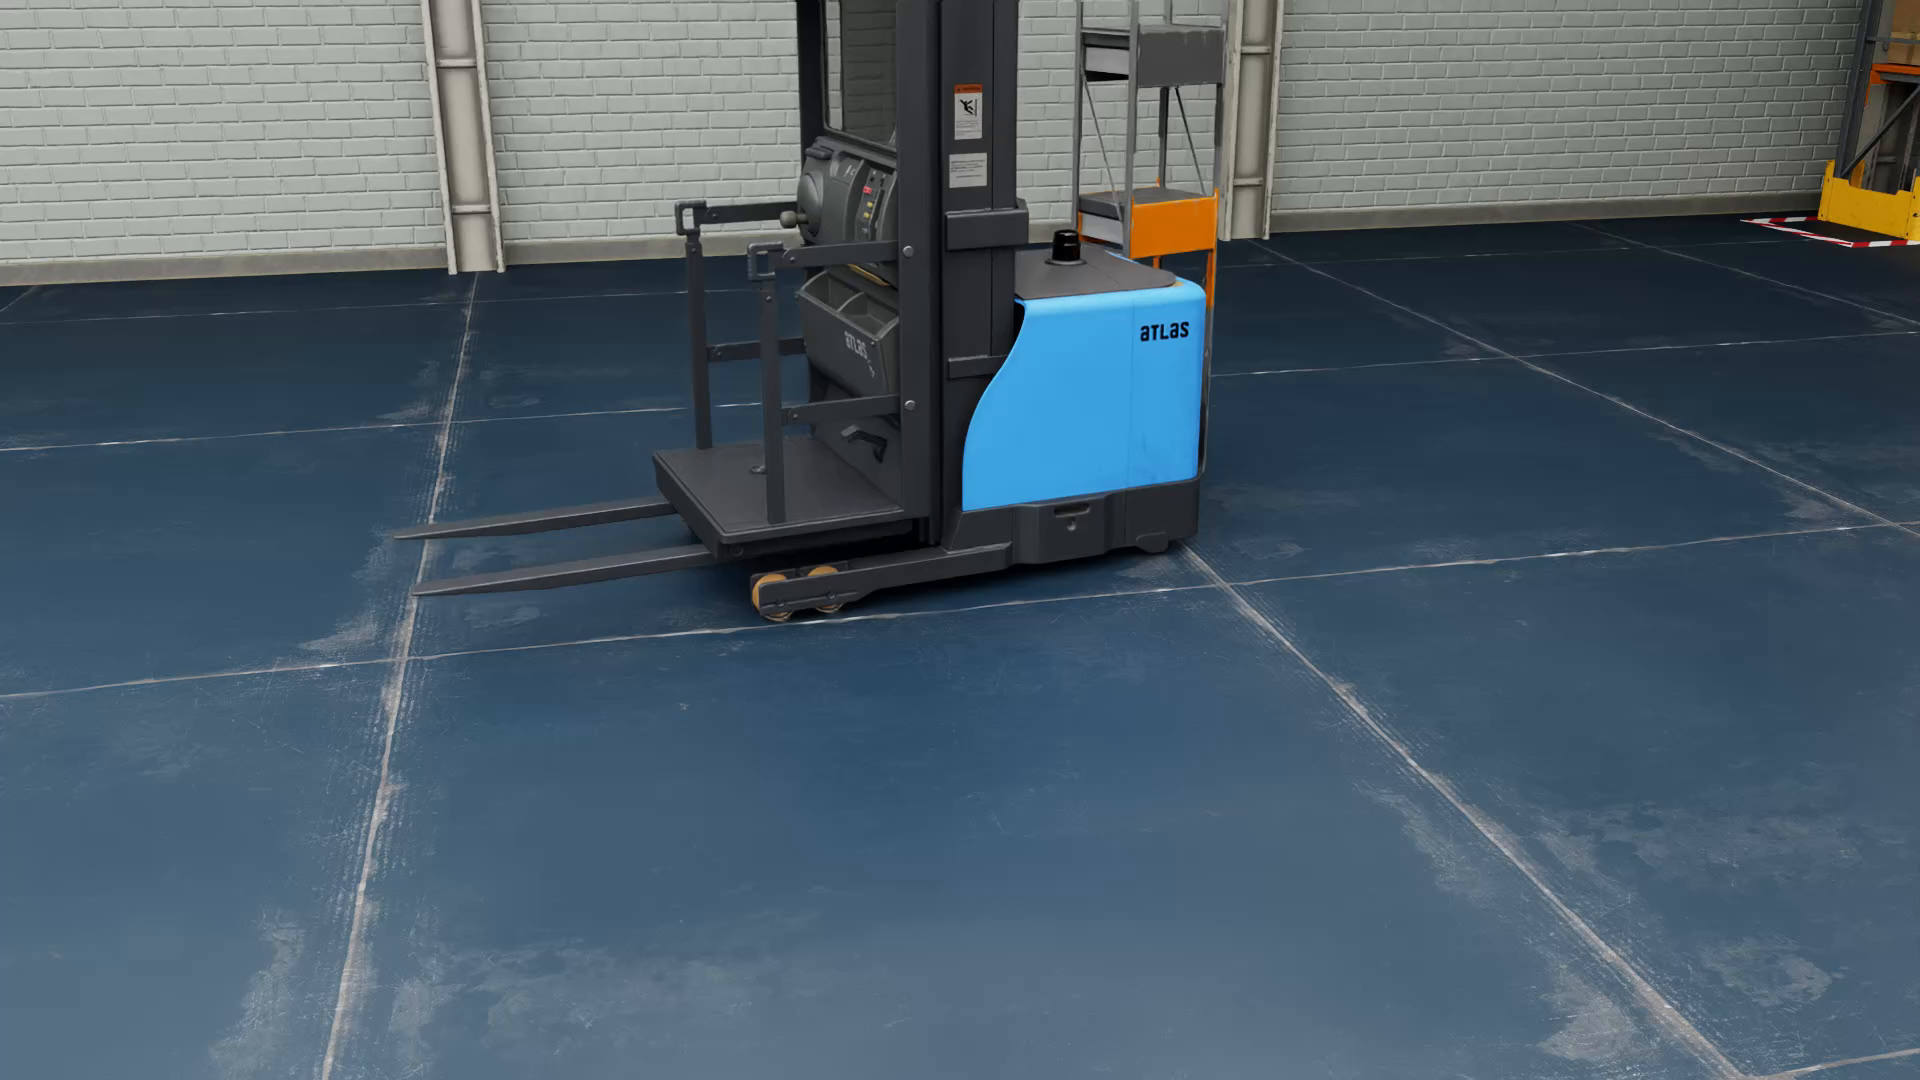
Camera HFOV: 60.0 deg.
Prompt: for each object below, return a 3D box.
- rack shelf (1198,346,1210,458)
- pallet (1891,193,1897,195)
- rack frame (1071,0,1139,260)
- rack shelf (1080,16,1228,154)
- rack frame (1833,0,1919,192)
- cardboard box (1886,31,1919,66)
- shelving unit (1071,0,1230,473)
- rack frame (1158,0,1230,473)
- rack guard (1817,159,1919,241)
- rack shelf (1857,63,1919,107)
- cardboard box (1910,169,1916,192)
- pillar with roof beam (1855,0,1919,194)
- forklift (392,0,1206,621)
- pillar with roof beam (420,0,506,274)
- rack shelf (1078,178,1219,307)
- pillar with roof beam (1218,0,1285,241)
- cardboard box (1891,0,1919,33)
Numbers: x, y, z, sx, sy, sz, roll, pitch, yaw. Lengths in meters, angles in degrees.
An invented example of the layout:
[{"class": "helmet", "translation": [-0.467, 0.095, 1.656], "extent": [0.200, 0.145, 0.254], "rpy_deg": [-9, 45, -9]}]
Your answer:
[{"class": "rack shelf", "translation": [0.809, -0.635, 7.569], "extent": [0.480, 0.518, 0.431], "rpy_deg": [-13, 24, -31]}, {"class": "pallet", "translation": [8.511, -2.760, 14.043], "extent": [1.213, 0.211, 1.003], "rpy_deg": [-5, 21, -12]}, {"class": "rack frame", "translation": [0.605, -1.258, 7.197], "extent": [0.015, 2.100, 0.400], "rpy_deg": [-13, 24, -31]}, {"class": "rack shelf", "translation": [0.809, -1.949, 7.087], "extent": [0.480, 0.518, 0.431], "rpy_deg": [-13, 24, -31]}, {"class": "rack frame", "translation": [7.638, -4.011, 13.403], "extent": [0.127, 3.000, 1.000], "rpy_deg": [-5, 21, -12]}, {"class": "cardboard box", "translation": [8.049, -4.052, 13.704], "extent": [0.500, 0.250, 0.500], "rpy_deg": [-4, 21, -12]}, {"class": "shelving unit", "translation": [0.809, -1.305, 7.323], "extent": [0.503, 2.100, 0.431], "rpy_deg": [-13, 24, -31]}, {"class": "rack frame", "translation": [1.012, -1.351, 7.450], "extent": [0.015, 2.100, 0.400], "rpy_deg": [-13, 24, -31]}, {"class": "rack guard", "translation": [7.712, -2.843, 13.850], "extent": [0.348, 0.500, 1.175], "rpy_deg": [-5, 21, -12]}, {"class": "rack shelf", "translation": [9.585, -3.832, 13.959], "extent": [4.000, 0.370, 1.077], "rpy_deg": [-5, 21, -12]}, {"class": "cardboard box", "translation": [8.332, -2.980, 13.857], "extent": [0.500, 0.311, 0.500], "rpy_deg": [-7, 21, -19]}, {"class": "pillar with roof beam", "translation": [9.111, -5.732, 9.379], "extent": [0.400, 9.000, 9.100], "rpy_deg": [-5, 21, -12]}, {"class": "forklift", "translation": [-0.605, -1.291, 6.078], "extent": [3.031, 2.935, 1.130], "rpy_deg": [-8, 22, -22]}, {"class": "pillar with roof beam", "translation": [-2.567, -4.782, 6.787], "extent": [0.400, 9.000, 9.100], "rpy_deg": [-5, 21, -12]}, {"class": "rack shelf", "translation": [0.809, -1.292, 7.328], "extent": [0.480, 0.518, 0.431], "rpy_deg": [-13, 24, -31]}, {"class": "pillar with roof beam", "translation": [3.272, -5.257, 8.083], "extent": [0.400, 9.000, 9.100], "rpy_deg": [-5, 21, -12]}, {"class": "cardboard box", "translation": [8.048, -4.411, 13.593], "extent": [0.500, 0.500, 0.500], "rpy_deg": [-5, 21, -13]}]
